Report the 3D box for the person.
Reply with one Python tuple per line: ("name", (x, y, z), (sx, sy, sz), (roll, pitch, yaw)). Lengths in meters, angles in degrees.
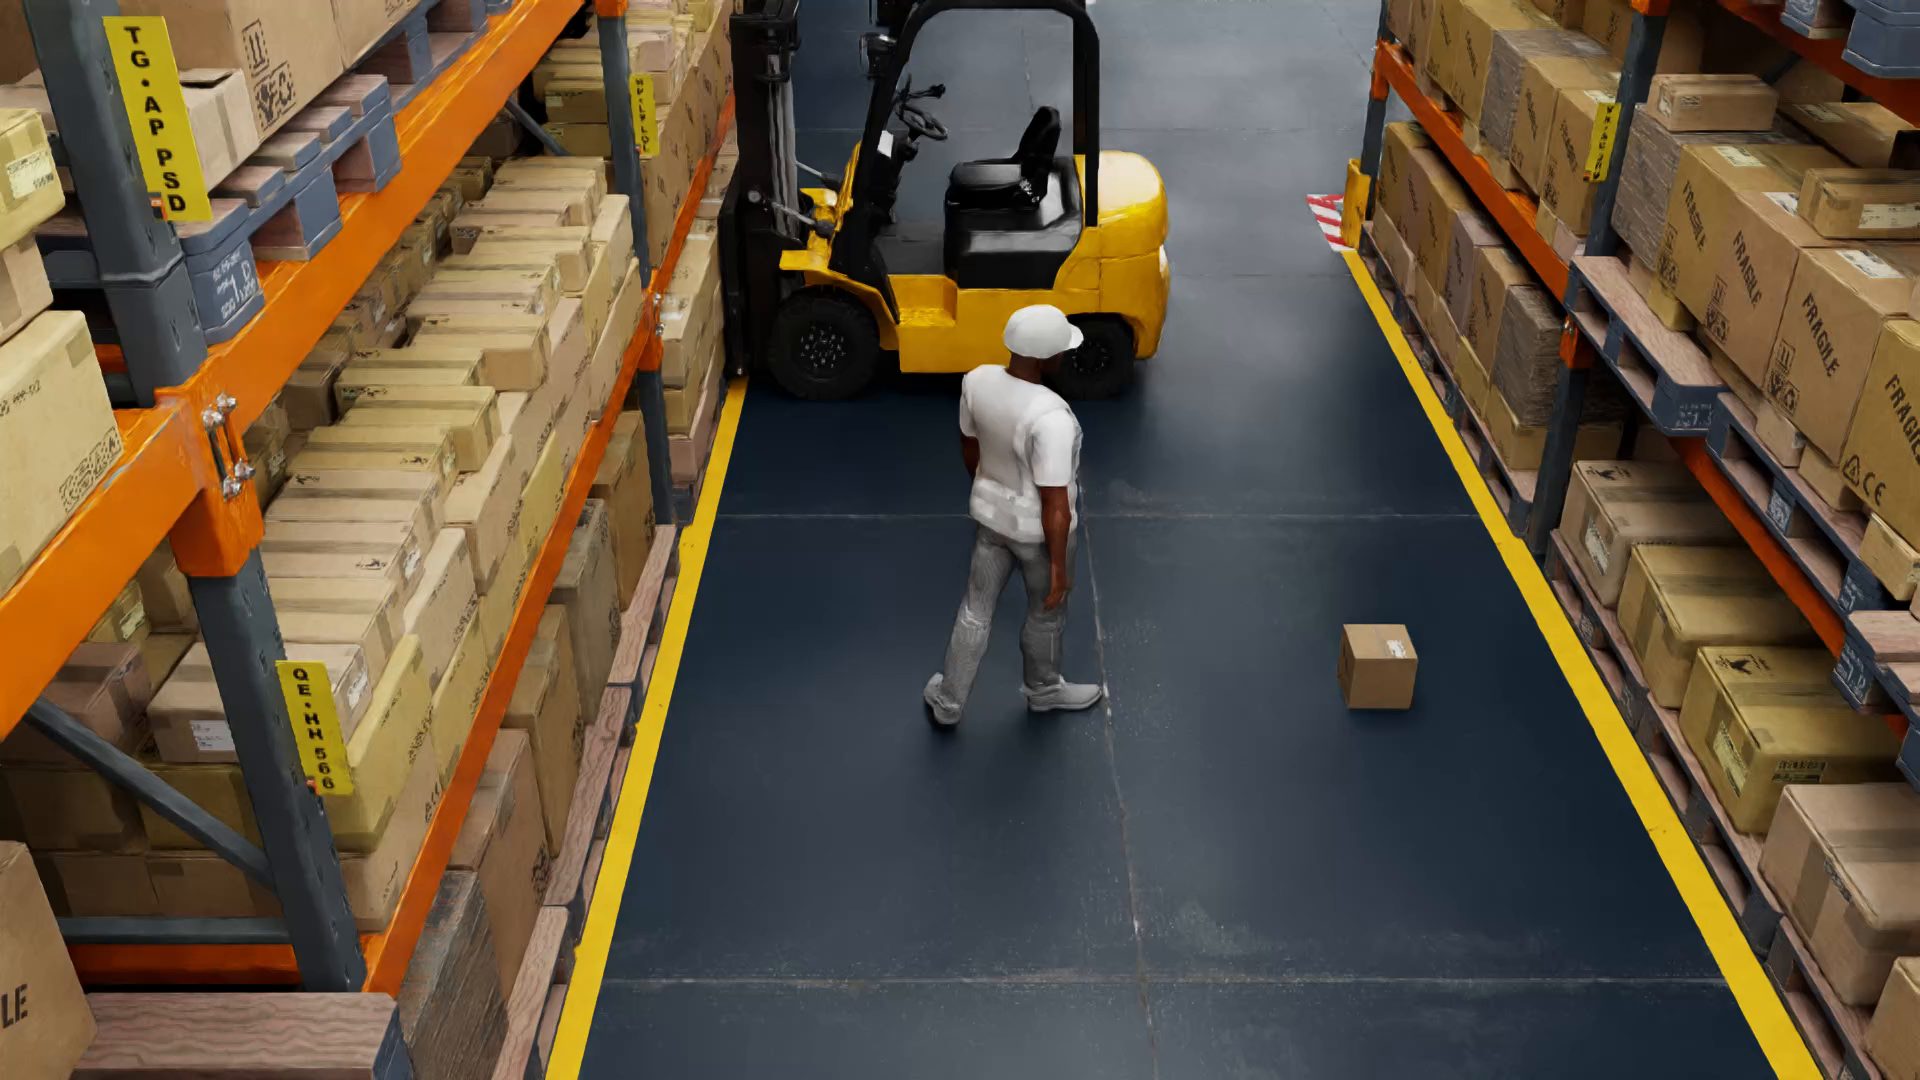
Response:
("person", (0.223, -0.064, 6.217), (0.641, 1.761, 0.669), (-27, 40, -37))
